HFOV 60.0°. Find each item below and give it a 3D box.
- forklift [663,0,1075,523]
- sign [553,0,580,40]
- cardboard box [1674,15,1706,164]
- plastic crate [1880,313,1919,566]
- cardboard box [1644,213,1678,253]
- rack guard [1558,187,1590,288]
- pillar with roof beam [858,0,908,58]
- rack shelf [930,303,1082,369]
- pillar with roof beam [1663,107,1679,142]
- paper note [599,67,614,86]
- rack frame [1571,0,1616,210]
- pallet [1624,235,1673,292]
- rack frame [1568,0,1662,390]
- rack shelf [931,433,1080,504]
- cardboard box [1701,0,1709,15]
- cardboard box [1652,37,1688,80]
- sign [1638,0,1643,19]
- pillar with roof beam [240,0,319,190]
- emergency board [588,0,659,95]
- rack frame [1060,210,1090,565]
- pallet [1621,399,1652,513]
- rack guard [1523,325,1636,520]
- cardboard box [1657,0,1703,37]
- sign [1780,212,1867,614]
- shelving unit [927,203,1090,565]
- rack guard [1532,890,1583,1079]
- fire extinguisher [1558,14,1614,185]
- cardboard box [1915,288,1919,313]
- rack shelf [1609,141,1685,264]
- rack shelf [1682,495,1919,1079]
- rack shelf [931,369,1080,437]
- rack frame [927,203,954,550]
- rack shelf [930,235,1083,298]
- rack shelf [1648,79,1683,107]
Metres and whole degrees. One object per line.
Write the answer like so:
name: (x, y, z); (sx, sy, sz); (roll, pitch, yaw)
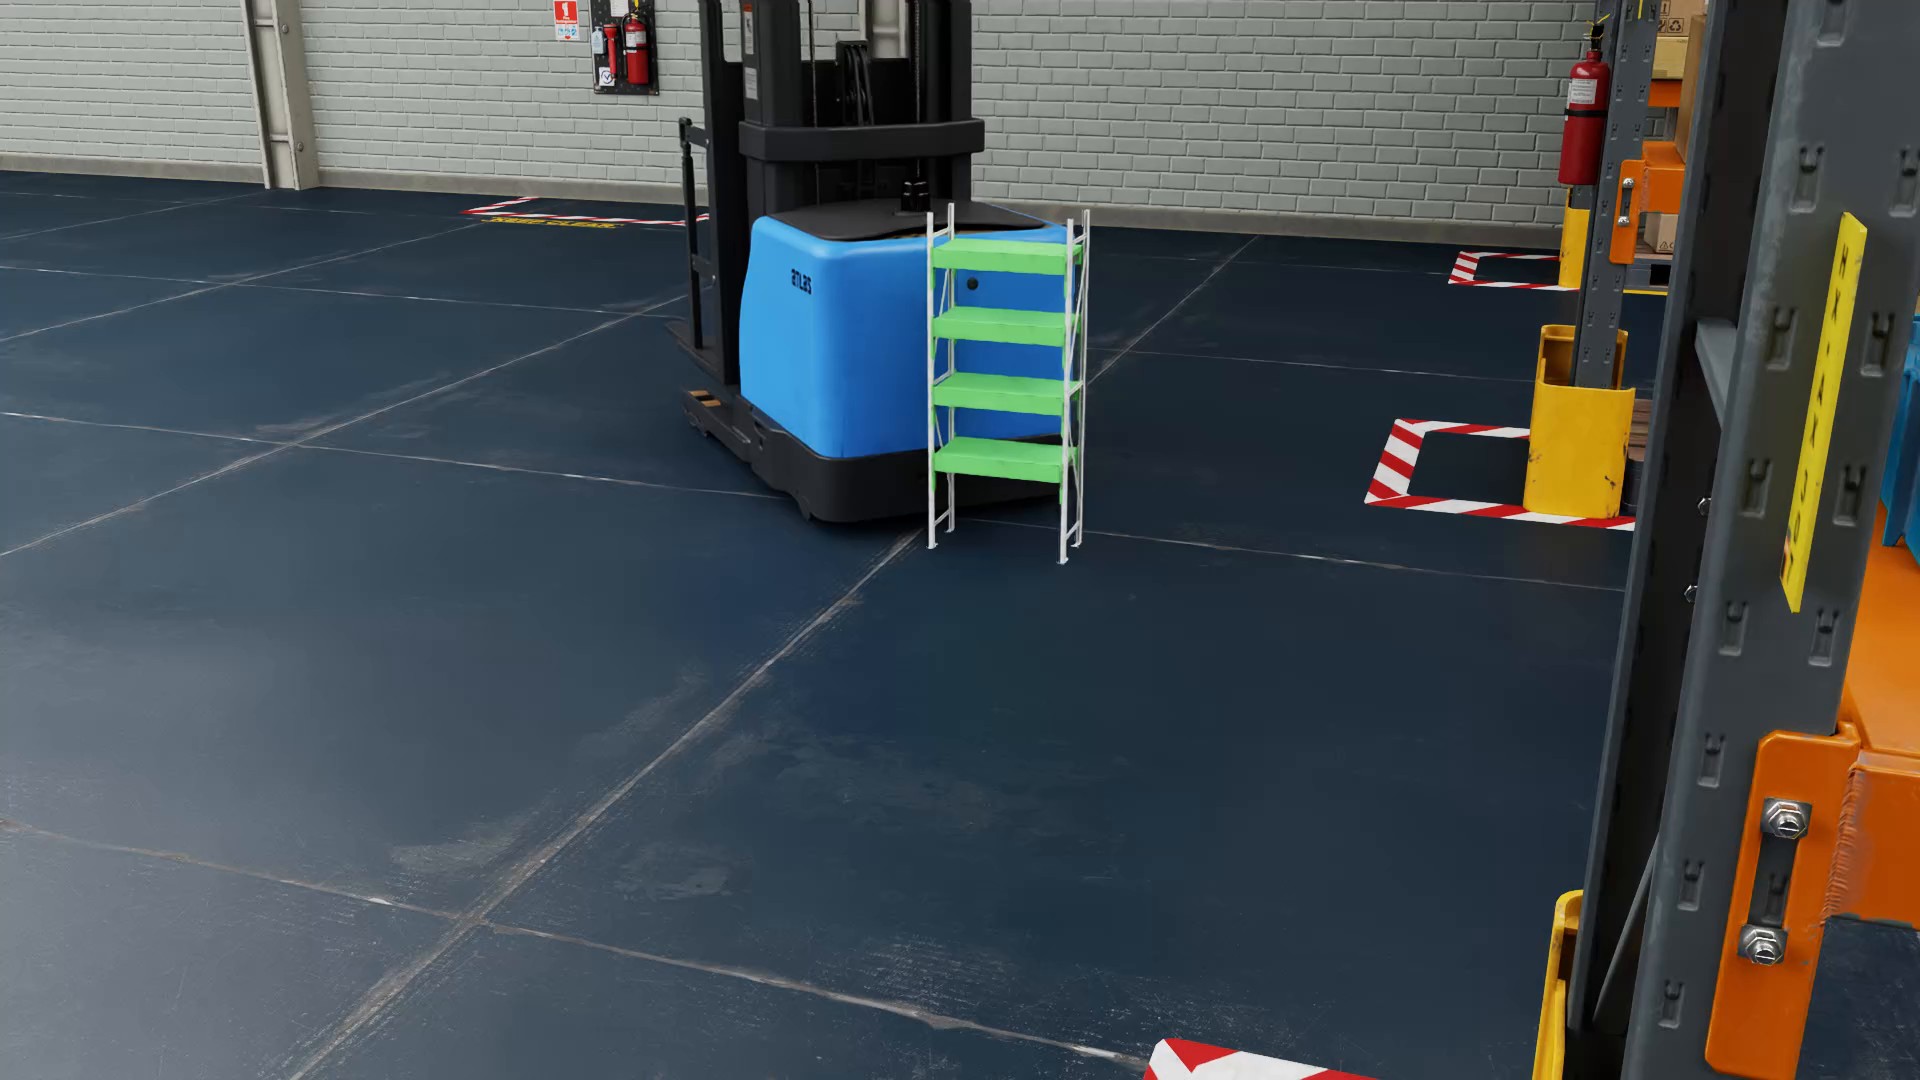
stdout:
forklift: (-0.618, -1.893, 7.053); (1.130, 2.935, 3.031); (-8, 21, -22)
sign: (-3.372, -4.455, 14.245); (0.234, 0.329, 0.001); (7, 20, 18)
cardboard box: (2.976, -1.678, 6.181); (0.500, 0.500, 0.700); (7, 20, 18)
plastic crate: (1.481, -0.114, 2.073); (0.616, 0.251, 0.499); (7, 20, 18)
cardboard box: (4.785, -2.061, 10.849); (0.500, 0.311, 0.500); (4, 20, 12)
rack guard: (4.233, -2.037, 11.161); (0.348, 0.500, 1.175); (7, 20, 18)
pillar with roof beam: (-1.974, -5.562, 8.360); (0.400, 9.000, 9.100); (7, 20, 18)
rack shelf: (0.165, -0.710, 5.756); (0.480, 0.148, 0.258); (6, 20, 18)
pillar with roof beam: (3.693, -4.914, 6.501); (0.400, 9.000, 9.100); (7, 20, 18)
paper note: (-3.028, -3.971, 14.249); (0.142, 0.148, 0.016); (7, 20, 18)
rack frame: (4.161, -3.226, 10.773); (0.127, 3.000, 1.000); (7, 20, 18)
pallet: (4.989, -1.802, 10.926); (1.213, 0.211, 1.003); (7, 20, 18)
rack frame: (2.539, -1.685, 6.354); (0.127, 3.000, 1.000); (7, 20, 18)
rack shelf: (0.165, -0.257, 5.914); (0.480, 0.148, 0.258); (6, 20, 18)
cardboard box: (2.962, -2.057, 6.282); (0.250, 0.149, 0.380); (6, 20, 17)
cardboard box: (4.518, -3.013, 10.360); (0.500, 0.250, 0.500); (6, 20, 16)
sign: (2.351, -1.960, 5.705); (0.005, 0.325, 0.100); (7, 20, 18)
pillar with roof beam: (-7.642, -6.210, 10.219); (0.400, 9.000, 9.100); (7, 20, 18)
emergency board: (-2.883, -4.346, 13.987); (0.643, 1.169, 0.194); (7, 20, 18)
rack frame: (0.396, -0.519, 5.741); (0.015, 1.200, 0.240); (6, 20, 18)
pallet: (3.275, -0.299, 6.613); (1.213, 0.211, 1.003); (7, 20, 18)
rack guard: (2.516, -0.507, 6.773); (0.348, 0.500, 1.175); (7, 20, 18)
cardboard box: (4.513, -3.374, 10.255); (0.500, 0.500, 0.500); (7, 20, 18)
sign: (0.725, -0.106, 1.402); (0.005, 0.325, 0.100); (7, 20, 18)
shelving unit: (0.165, -0.544, 5.814); (0.503, 1.200, 0.258); (6, 20, 18)
rack guard: (0.997, 1.028, 2.366); (0.348, 0.500, 1.175); (7, 20, 18)
fire extinguisher: (2.580, -1.806, 6.817); (0.183, 0.674, 0.296); (7, 20, 18)
cardboard box: (3.445, -0.759, 6.096); (0.500, 0.500, 0.500); (7, 20, 18)
rack shelf: (4.428, -1.130, 5.852); (4.000, 0.370, 1.077); (7, 20, 18)
rack shelf: (2.799, 0.410, 1.435); (4.000, 0.370, 1.077); (7, 20, 18)
rack shelf: (0.165, -0.484, 5.835); (0.480, 0.148, 0.258); (6, 20, 18)
rack frame: (-0.066, -0.570, 5.888); (0.015, 1.200, 0.240); (6, 20, 18)
rack shelf: (0.165, -0.937, 5.677); (0.480, 0.148, 0.258); (6, 20, 18)
rack shelf: (6.050, -2.670, 10.272); (4.000, 0.370, 1.077); (7, 20, 18)
